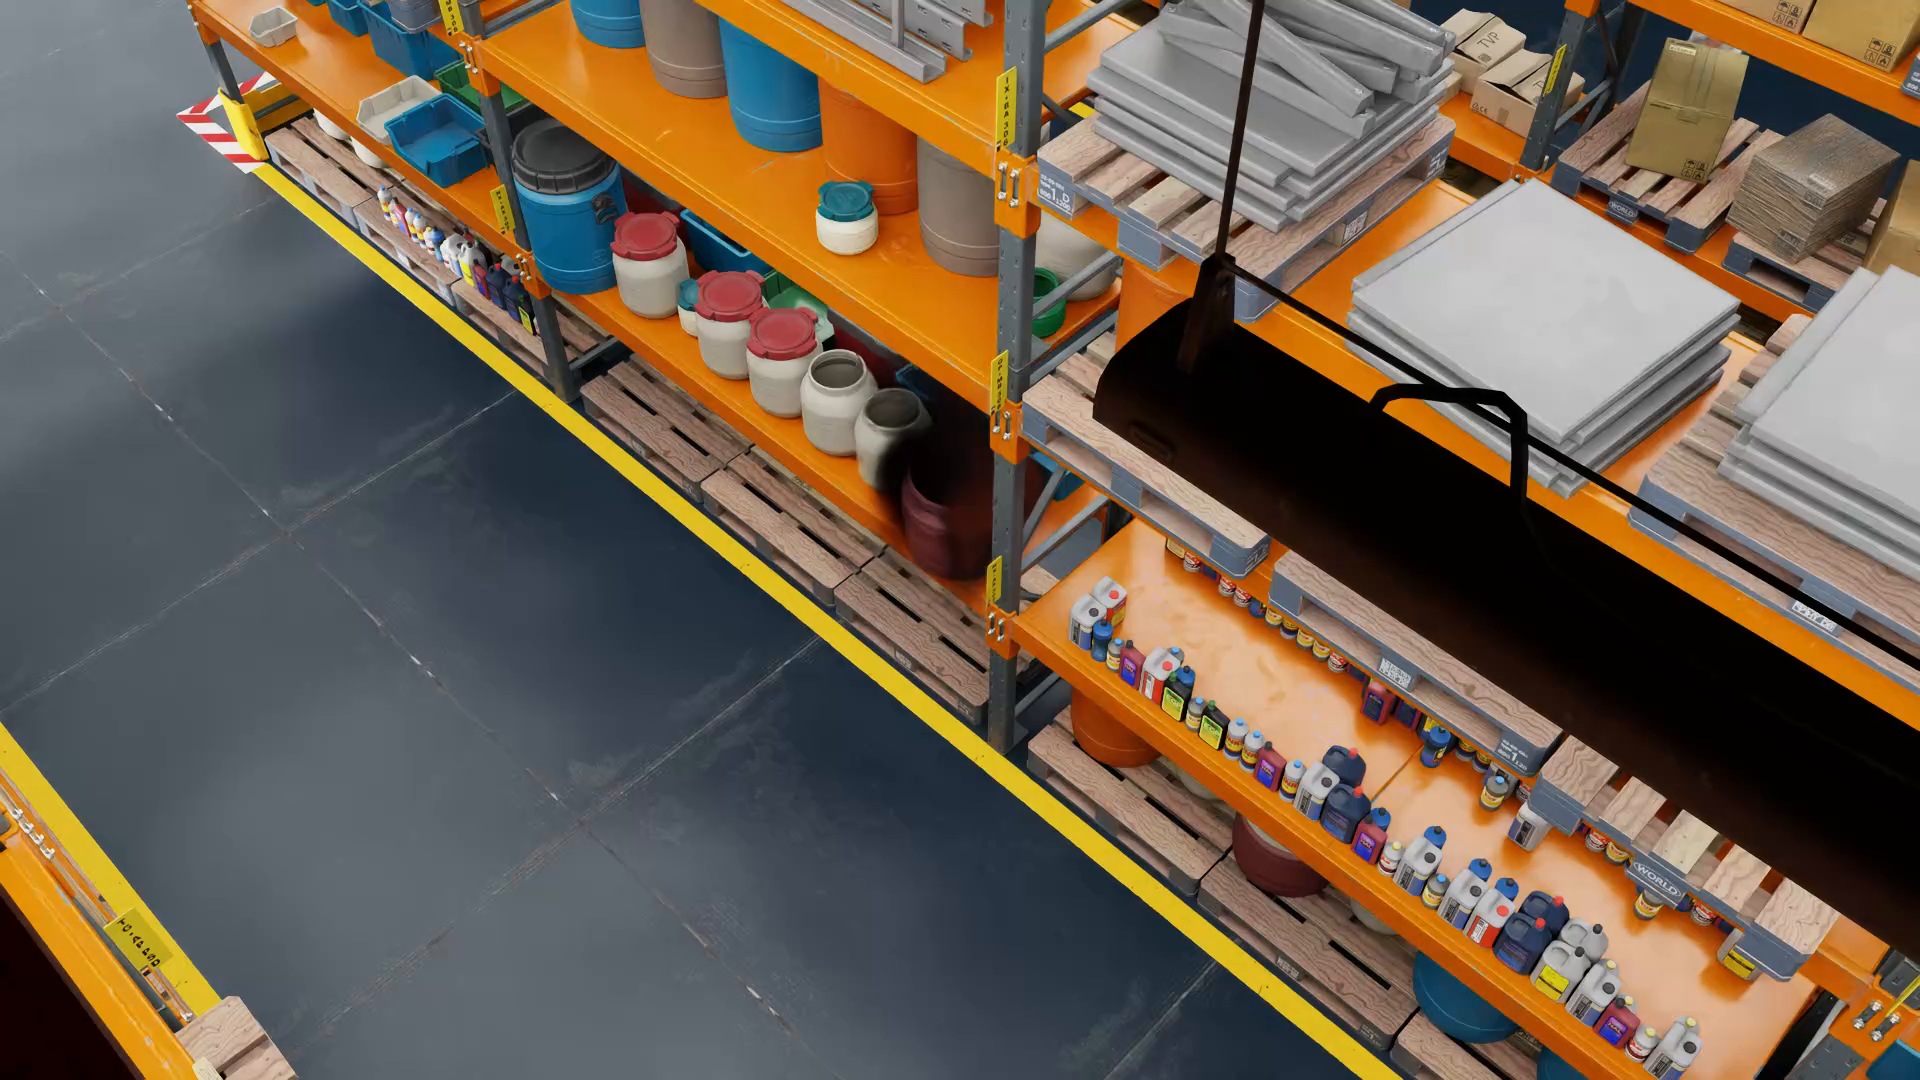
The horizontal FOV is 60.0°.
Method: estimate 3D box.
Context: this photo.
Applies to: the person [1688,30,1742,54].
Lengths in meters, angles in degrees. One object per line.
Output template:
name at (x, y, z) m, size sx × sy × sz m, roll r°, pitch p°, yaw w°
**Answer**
person at (5.228, -3.138, 11.968) m, size 0.468 × 1.593 × 0.398 m, roll 23°, pitch 54°, yaw 18°
